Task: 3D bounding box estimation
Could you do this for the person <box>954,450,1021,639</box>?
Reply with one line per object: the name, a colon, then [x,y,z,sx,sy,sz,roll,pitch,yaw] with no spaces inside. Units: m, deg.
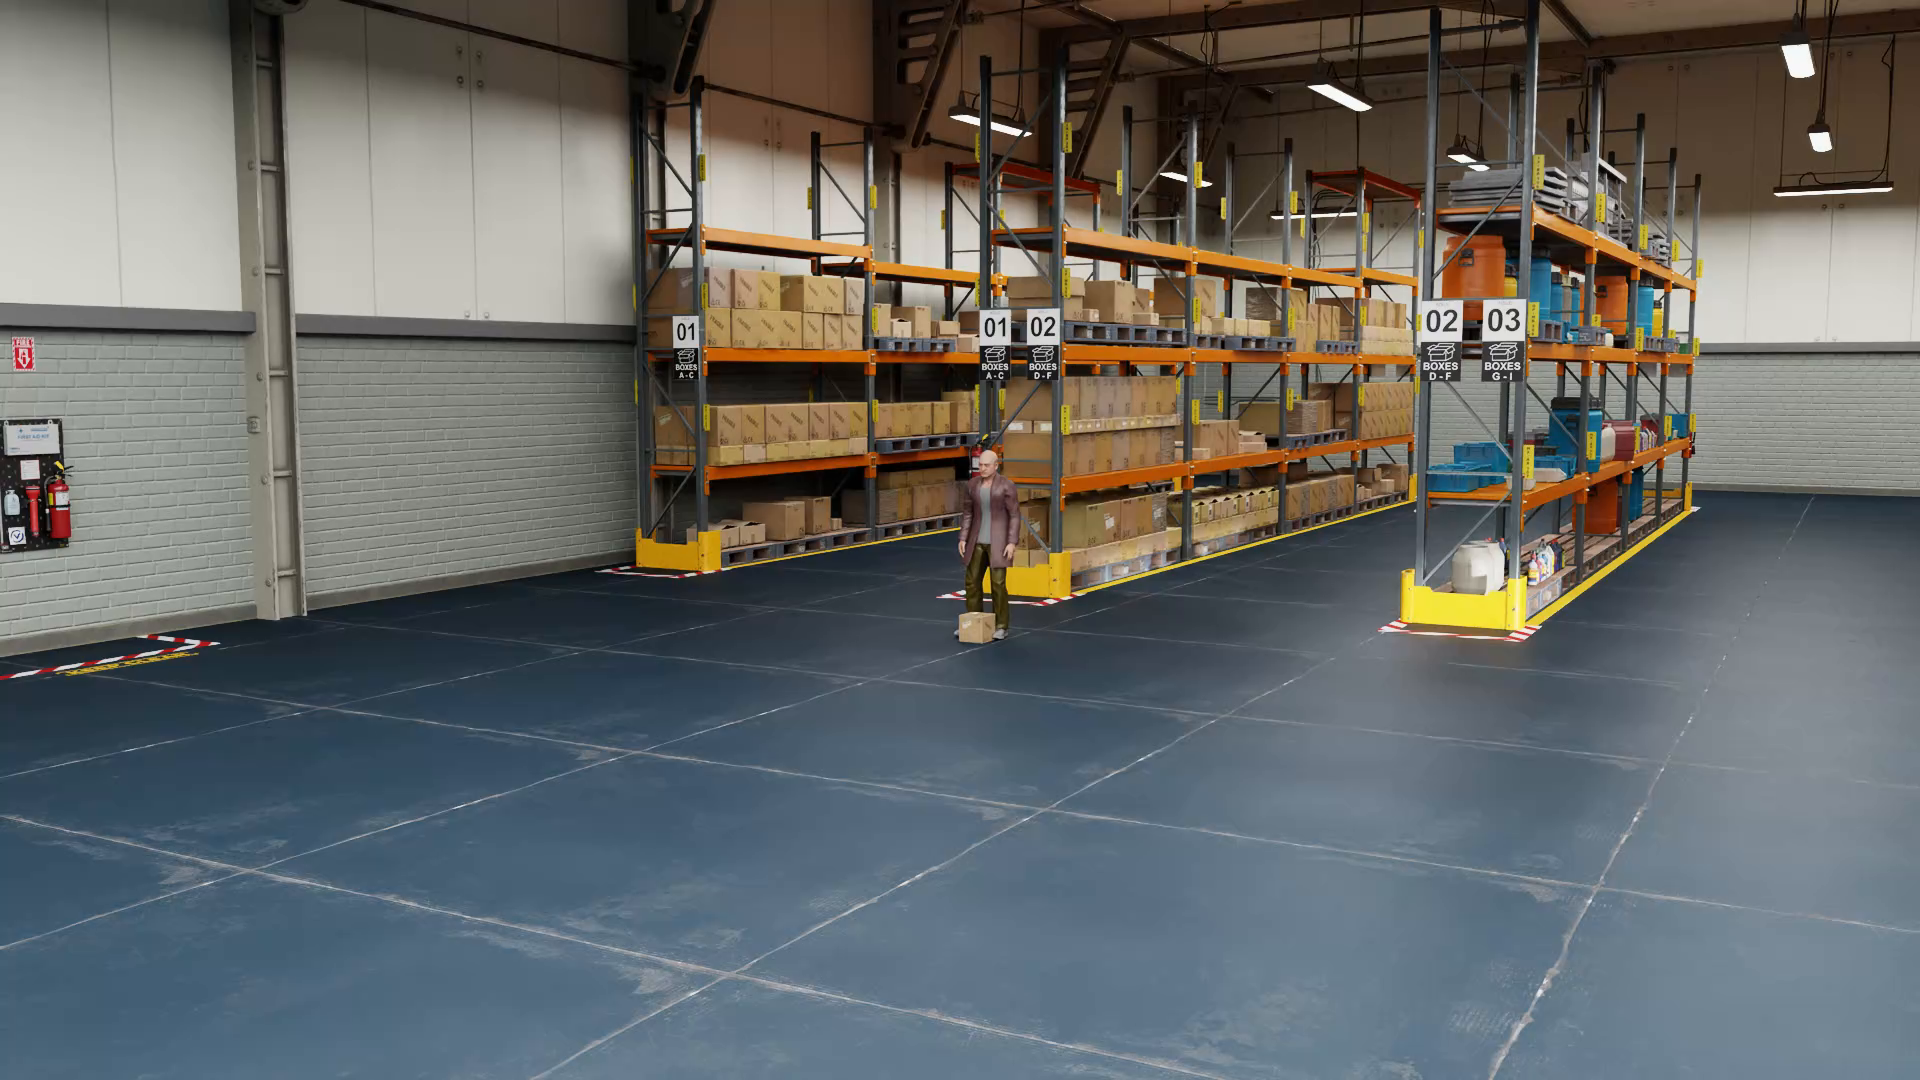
person: [0.268,0.128,15.704,0.643,1.591,0.428,3,7,29]
